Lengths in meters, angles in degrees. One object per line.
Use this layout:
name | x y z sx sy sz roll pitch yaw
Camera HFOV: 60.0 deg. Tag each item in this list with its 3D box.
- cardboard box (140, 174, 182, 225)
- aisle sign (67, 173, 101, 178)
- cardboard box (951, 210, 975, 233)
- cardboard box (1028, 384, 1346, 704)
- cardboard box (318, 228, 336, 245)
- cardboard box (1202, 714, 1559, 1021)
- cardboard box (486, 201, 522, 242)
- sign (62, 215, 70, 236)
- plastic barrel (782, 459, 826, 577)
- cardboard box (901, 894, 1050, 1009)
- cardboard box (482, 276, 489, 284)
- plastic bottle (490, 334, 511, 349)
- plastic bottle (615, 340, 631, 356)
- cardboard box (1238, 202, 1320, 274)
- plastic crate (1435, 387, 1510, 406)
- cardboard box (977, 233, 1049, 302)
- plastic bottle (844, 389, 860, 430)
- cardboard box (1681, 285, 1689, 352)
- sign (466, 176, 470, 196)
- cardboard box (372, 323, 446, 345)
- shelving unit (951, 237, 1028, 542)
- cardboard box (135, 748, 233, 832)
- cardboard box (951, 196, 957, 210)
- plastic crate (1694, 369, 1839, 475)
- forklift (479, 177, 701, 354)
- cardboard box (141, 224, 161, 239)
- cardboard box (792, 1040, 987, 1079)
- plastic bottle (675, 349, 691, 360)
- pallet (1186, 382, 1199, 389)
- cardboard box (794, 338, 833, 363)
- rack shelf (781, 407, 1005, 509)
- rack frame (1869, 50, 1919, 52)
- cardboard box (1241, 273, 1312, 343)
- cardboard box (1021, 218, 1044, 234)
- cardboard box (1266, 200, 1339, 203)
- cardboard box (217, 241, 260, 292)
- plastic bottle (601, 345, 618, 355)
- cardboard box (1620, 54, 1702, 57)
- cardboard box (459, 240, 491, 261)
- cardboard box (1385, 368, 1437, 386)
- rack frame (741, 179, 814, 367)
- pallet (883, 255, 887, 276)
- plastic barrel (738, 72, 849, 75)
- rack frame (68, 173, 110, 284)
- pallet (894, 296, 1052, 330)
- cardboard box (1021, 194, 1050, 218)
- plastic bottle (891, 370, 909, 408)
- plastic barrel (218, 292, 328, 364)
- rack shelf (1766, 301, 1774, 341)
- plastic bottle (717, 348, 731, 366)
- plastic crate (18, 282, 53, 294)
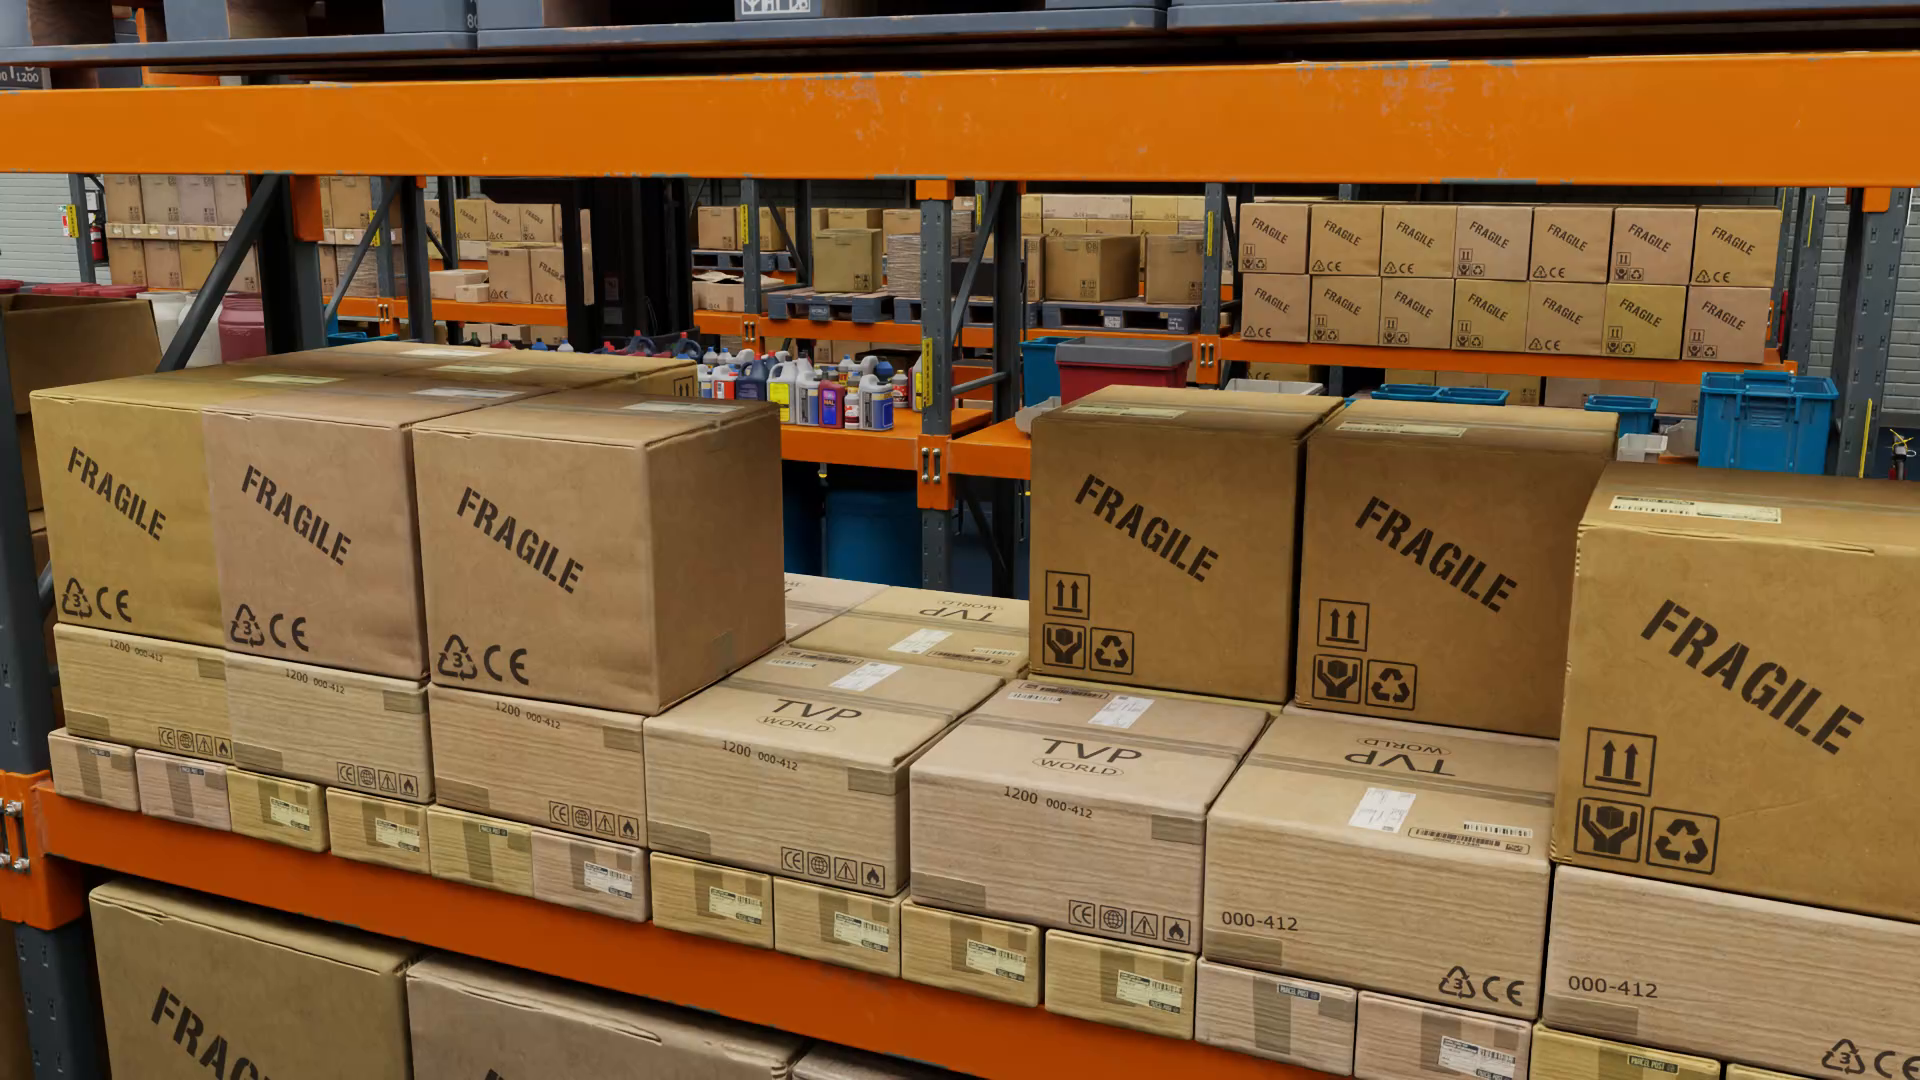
cardboard box | -7.941 -3.516 17.114 0.500 0.500 0.700 5 14 22
aisle sign | -9.078 -4.142 17.149 0.004 0.787 0.394 6 14 23
cardboard box | -0.010 -3.533 19.064 0.500 0.500 0.700 4 14 17
cardboard box | 0.456 -0.015 3.290 0.500 0.500 0.500 5 14 22
cardboard box | -6.038 -2.956 16.147 0.250 0.149 0.380 5 14 22
cardboard box | 0.705 0.507 2.706 0.500 0.250 0.500 6 14 22
cardboard box | -5.659 -4.067 21.164 0.500 0.500 0.500 5 14 21
sign | -14.094 -4.967 26.278 0.234 0.329 0.001 6 14 23
plastic barrel | -1.070 -0.092 9.254 0.708 0.901 0.600 6 14 23
cardboard box | 0.088 0.655 2.946 0.250 0.149 0.380 6 14 23
cardboard box | -4.359 -2.456 15.948 0.258 0.266 0.396 5 14 22
plastic bottle | -2.836 -1.133 10.273 0.133 0.283 0.061 6 14 23
plastic bottle | -2.002 -1.049 9.913 0.133 0.283 0.061 6 14 23
cardboard box | 2.394 -2.257 12.399 0.500 0.500 0.500 6 15 25
plastic crate | 2.429 -0.581 7.898 0.300 0.233 0.416 6 14 23
cardboard box | 0.437 -2.227 13.543 0.500 0.500 0.700 2 13 9
plastic bottle | -0.541 -0.667 8.465 0.097 0.201 0.097 0 13 0
cardboard box | 4.962 -1.645 11.981 0.500 0.500 0.500 6 14 23
sign | -6.648 -4.801 22.421 0.005 0.325 0.100 6 14 23
cardboard box | -5.534 -1.903 16.758 0.500 0.500 0.500 6 14 23
shelving unit | 0.151 -1.007 11.450 0.503 2.100 0.431 6 14 23
cardboard box | -1.562 0.488 3.657 0.250 0.149 0.380 5 14 21
cardboard box | -0.204 -3.860 19.036 0.250 0.149 0.380 3 14 14
plastic crate | 3.343 -0.458 6.931 0.499 0.435 0.616 6 14 23
forklift | -2.785 -1.623 12.256 3.031 2.935 1.130 4 14 18
cardboard box | -8.153 -3.170 17.060 0.250 0.149 0.380 6 14 23
cardboard box | 0.269 1.318 3.302 0.875 0.875 0.875 6 14 23
plastic bottle | -1.591 -0.961 9.565 0.097 0.271 0.097 0 13 0
pallet | 2.225 -1.669 18.407 1.213 0.211 1.003 6 14 23
cardboard box | -1.611 -2.439 20.090 0.500 0.500 0.700 6 14 24
rack shelf | -1.761 -0.624 9.424 4.000 0.370 1.077 6 14 23
rack frame | 3.725 -3.340 6.291 0.127 3.000 1.000 6 14 23
cardboard box | 2.433 -1.768 12.506 0.500 0.500 0.500 6 15 25
cardboard box | 0.764 -3.334 18.482 0.500 0.500 0.500 6 15 25
cardboard box | 2.645 -2.366 12.866 0.500 0.500 0.500 6 14 24
cardboard box | -7.056 -2.794 16.878 0.500 0.500 0.700 6 15 25
plastic bottle | -1.912 -0.884 9.064 0.185 0.351 0.144 6 14 23
cardboard box | 4.704 -3.125 11.173 0.500 0.250 0.500 6 14 23
cardboard box | -6.093 -3.749 21.451 0.500 0.250 0.500 5 14 21
cardboard box | 4.723 -1.756 17.223 0.500 0.500 0.700 6 14 24
rack frame | -1.580 -2.194 14.538 0.127 3.000 1.000 6 14 23
pallet | -0.271 -3.179 19.157 1.003 0.211 1.213 6 14 23
plastic barrel | -0.849 -2.588 8.320 0.600 0.588 0.600 0 13 0
rack frame | -8.894 -2.934 17.693 0.127 3.000 1.000 6 14 23
pallet | 0.200 -1.921 13.797 1.213 0.211 1.003 6 14 23
cardboard box | 0.760 -3.699 18.396 0.500 0.250 0.500 6 15 25
plastic bottle | -0.330 -0.835 9.182 0.097 0.201 0.097 0 13 0
plastic barrel | -4.136 -1.205 10.028 0.708 0.536 0.600 6 14 23
rack shelf | 5.909 -2.323 16.665 4.000 0.370 1.077 6 14 23
plastic bottle | -1.355 -0.973 9.616 0.097 0.271 0.097 0 13 0
plastic crate | -6.680 -1.580 11.782 0.583 0.464 0.402 6 14 23
